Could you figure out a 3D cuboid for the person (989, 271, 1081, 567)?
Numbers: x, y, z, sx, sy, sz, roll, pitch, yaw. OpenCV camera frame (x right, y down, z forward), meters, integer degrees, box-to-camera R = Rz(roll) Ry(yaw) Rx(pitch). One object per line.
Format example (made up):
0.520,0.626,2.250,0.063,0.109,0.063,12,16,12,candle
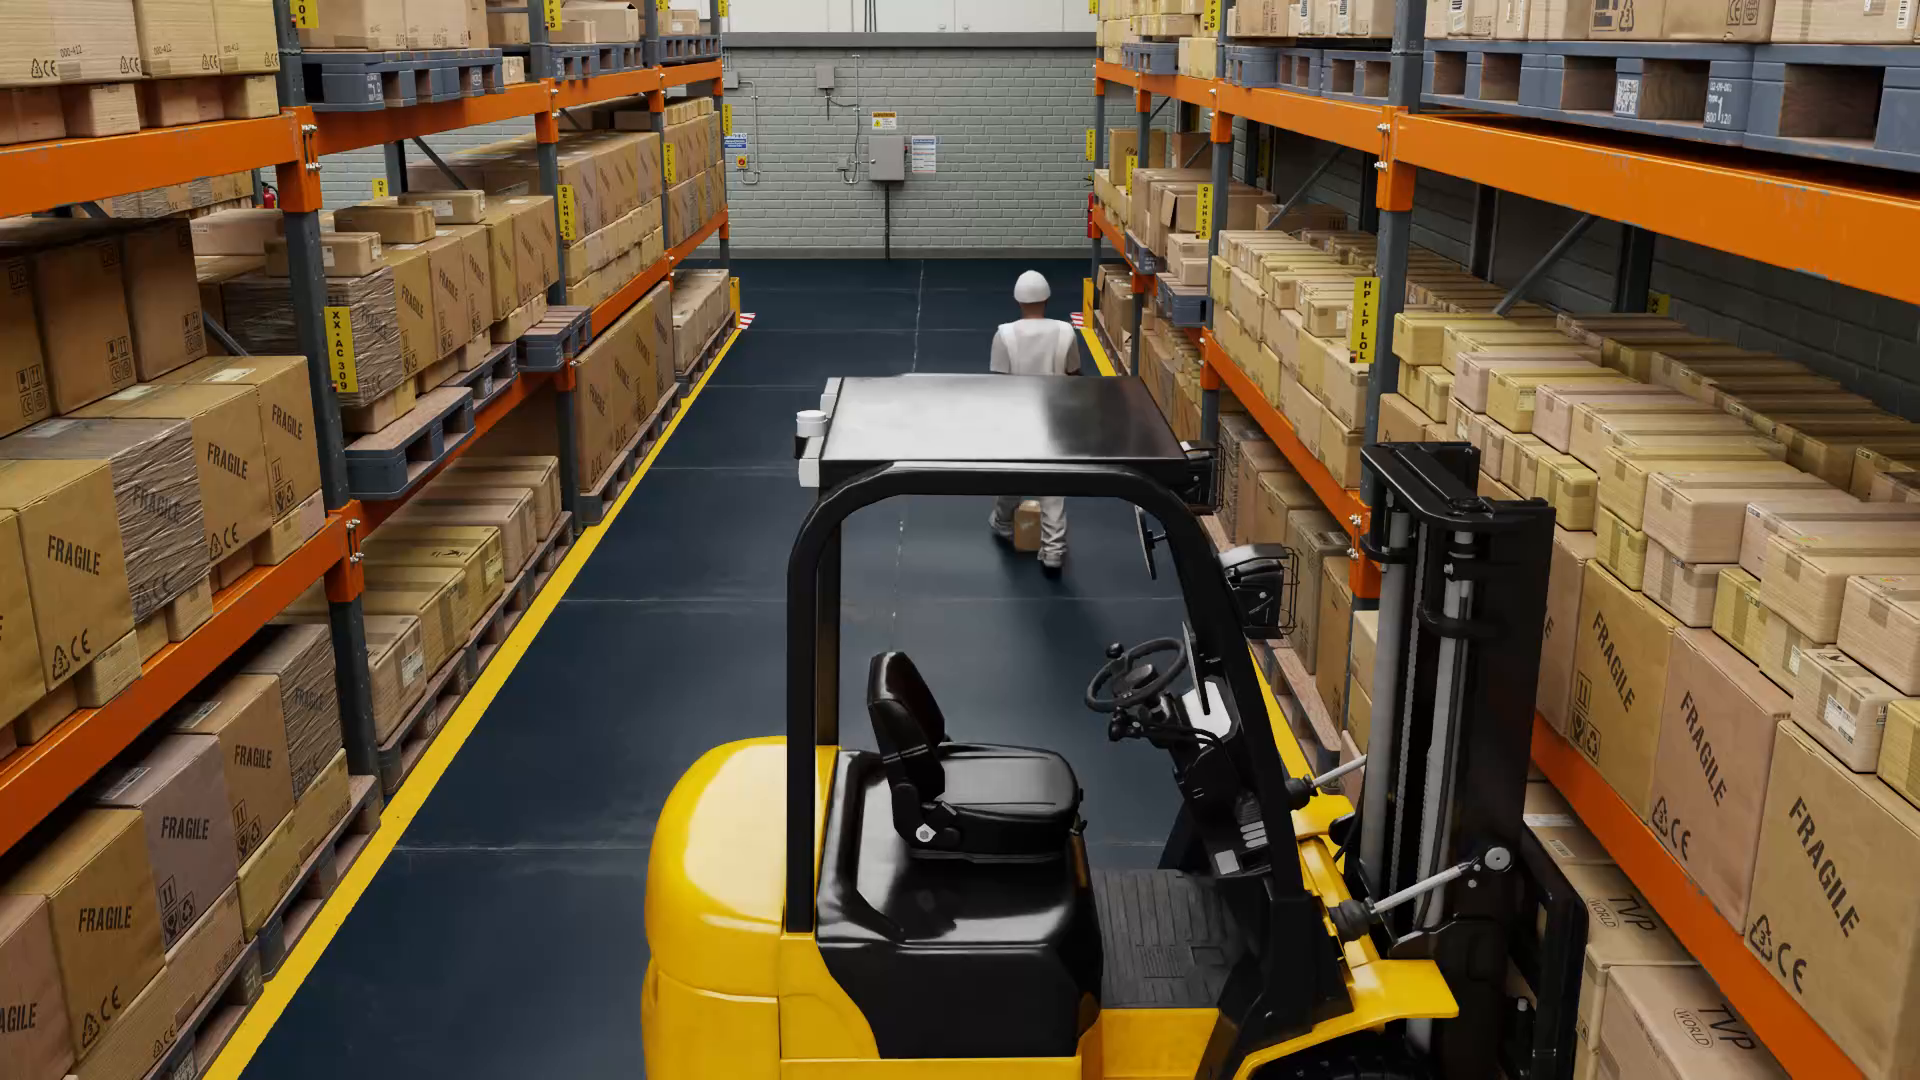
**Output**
0.426,-0.774,10.027,0.599,1.724,1.074,-1,17,-3,person
